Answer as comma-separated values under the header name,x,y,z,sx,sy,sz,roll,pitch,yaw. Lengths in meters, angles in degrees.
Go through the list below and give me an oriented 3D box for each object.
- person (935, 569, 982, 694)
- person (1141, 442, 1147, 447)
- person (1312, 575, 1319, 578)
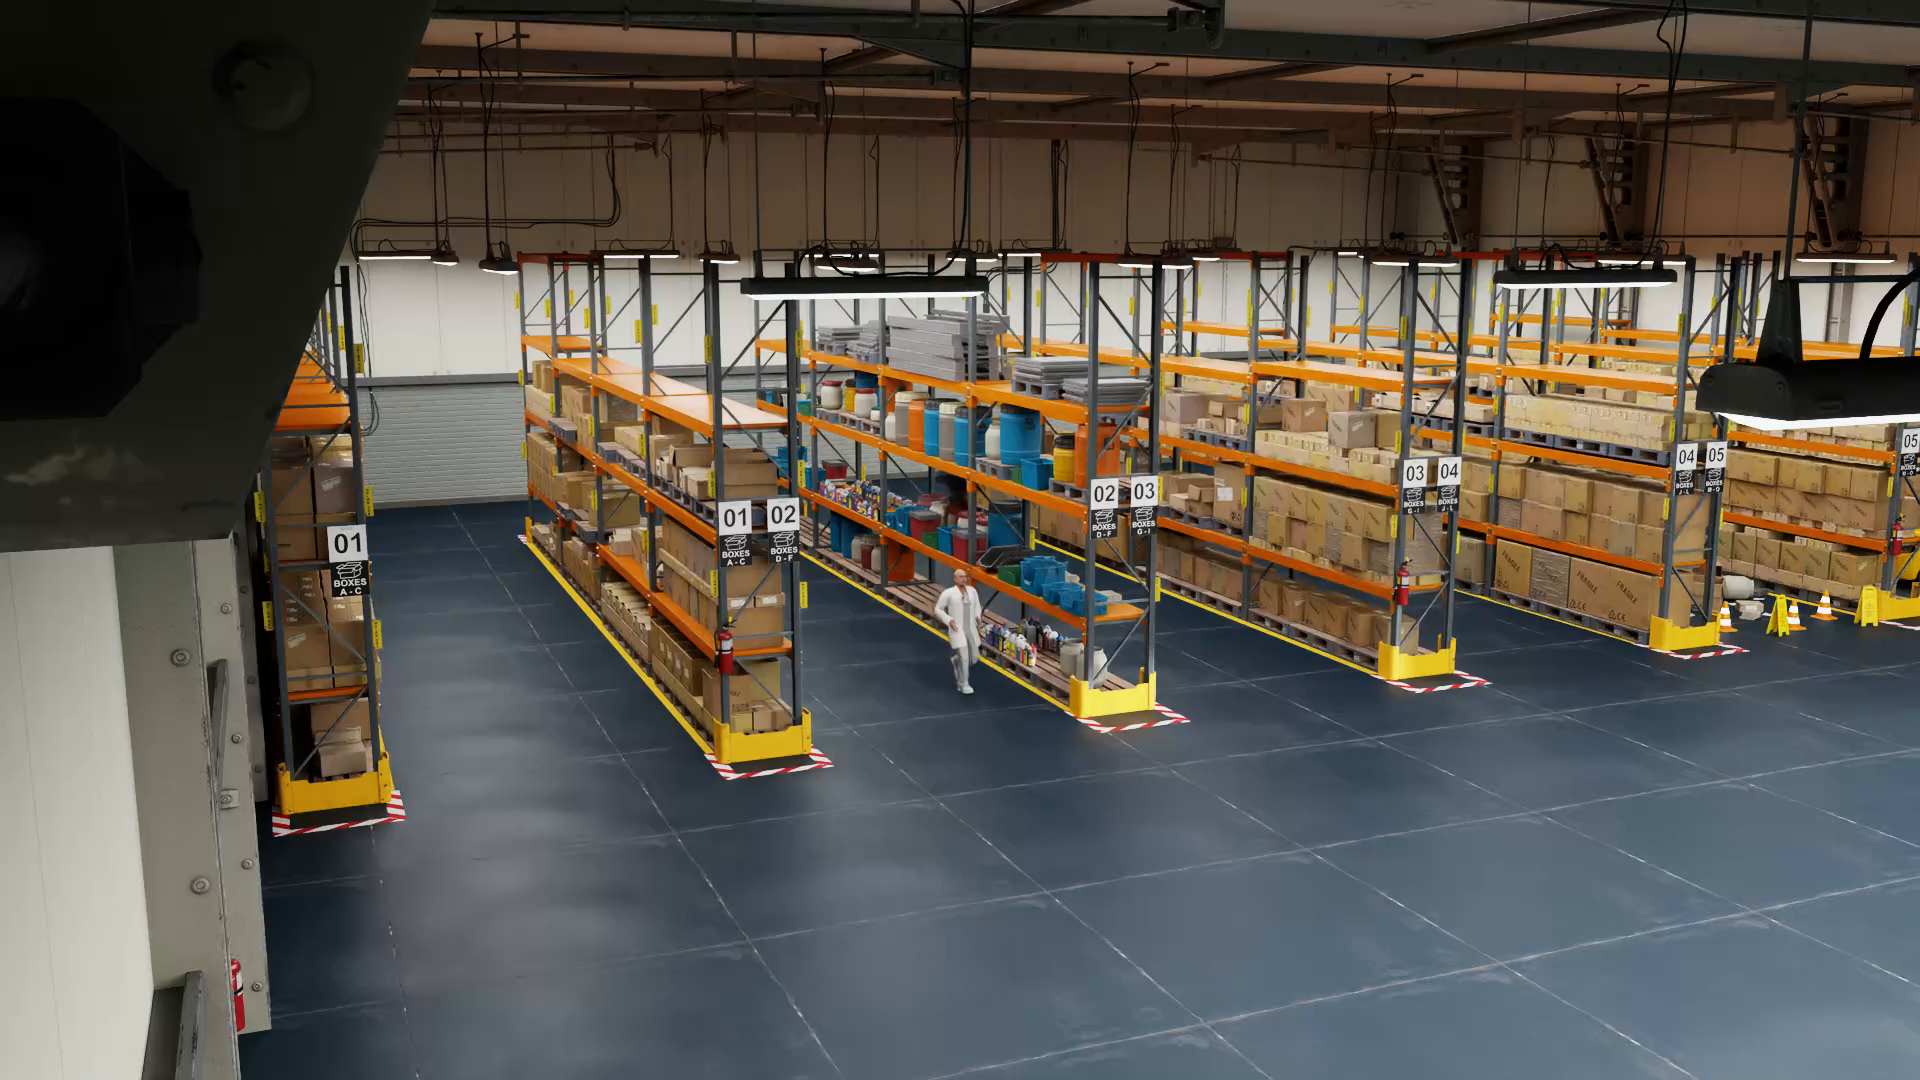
name,x,y,z,sx,sy,sz,roll,pitch,yaw
person,-0.001,1.261,23.333,0.711,1.727,0.716,-6,12,-29
person,4.176,-1.410,38.246,0.585,1.674,0.662,-3,11,-15
person,6.672,-0.211,31.303,0.624,1.831,0.752,-7,12,-33
